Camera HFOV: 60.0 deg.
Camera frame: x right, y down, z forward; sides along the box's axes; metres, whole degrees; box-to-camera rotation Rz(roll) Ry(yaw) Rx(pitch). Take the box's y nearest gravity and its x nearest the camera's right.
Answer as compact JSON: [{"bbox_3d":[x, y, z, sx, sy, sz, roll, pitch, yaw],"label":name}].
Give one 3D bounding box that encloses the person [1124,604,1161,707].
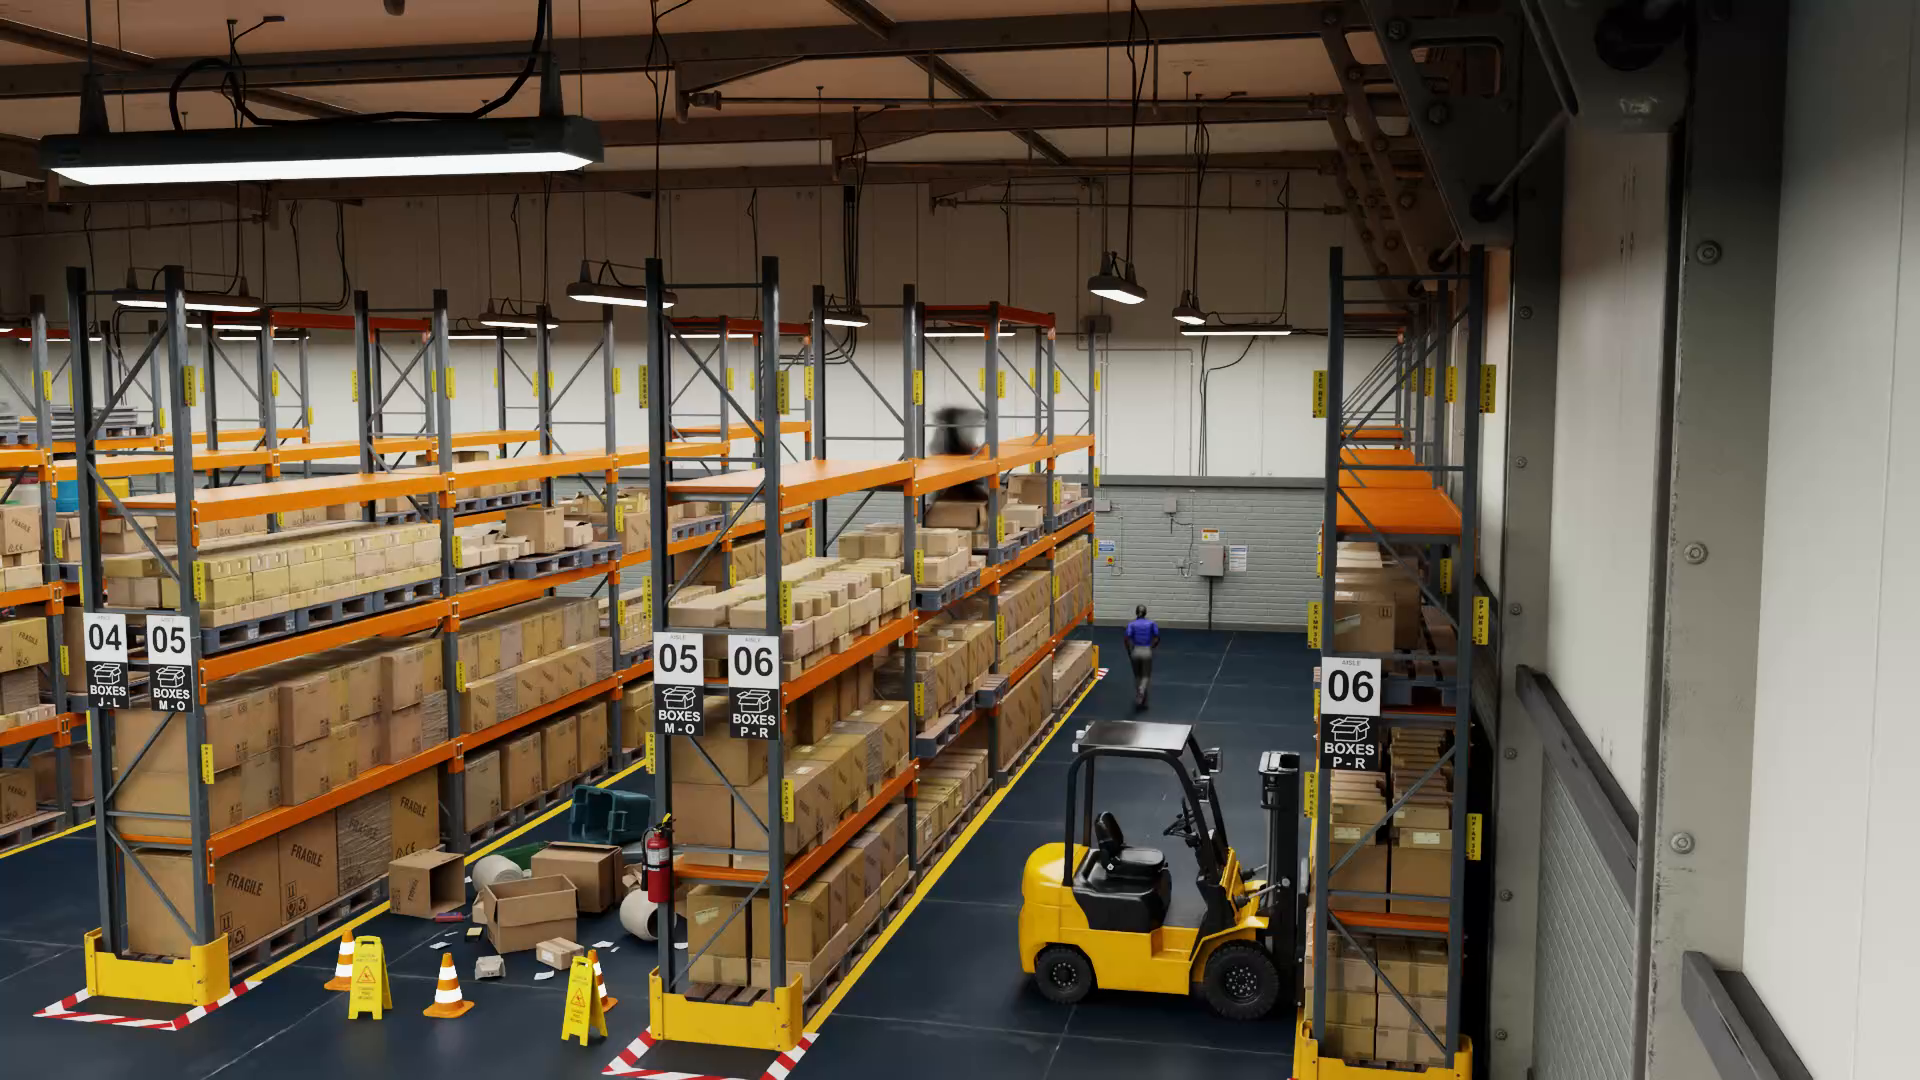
[{"bbox_3d":[2.794,1.804,25.507,0.564,1.610,0.612,1,6,7],"label":"person"}]
